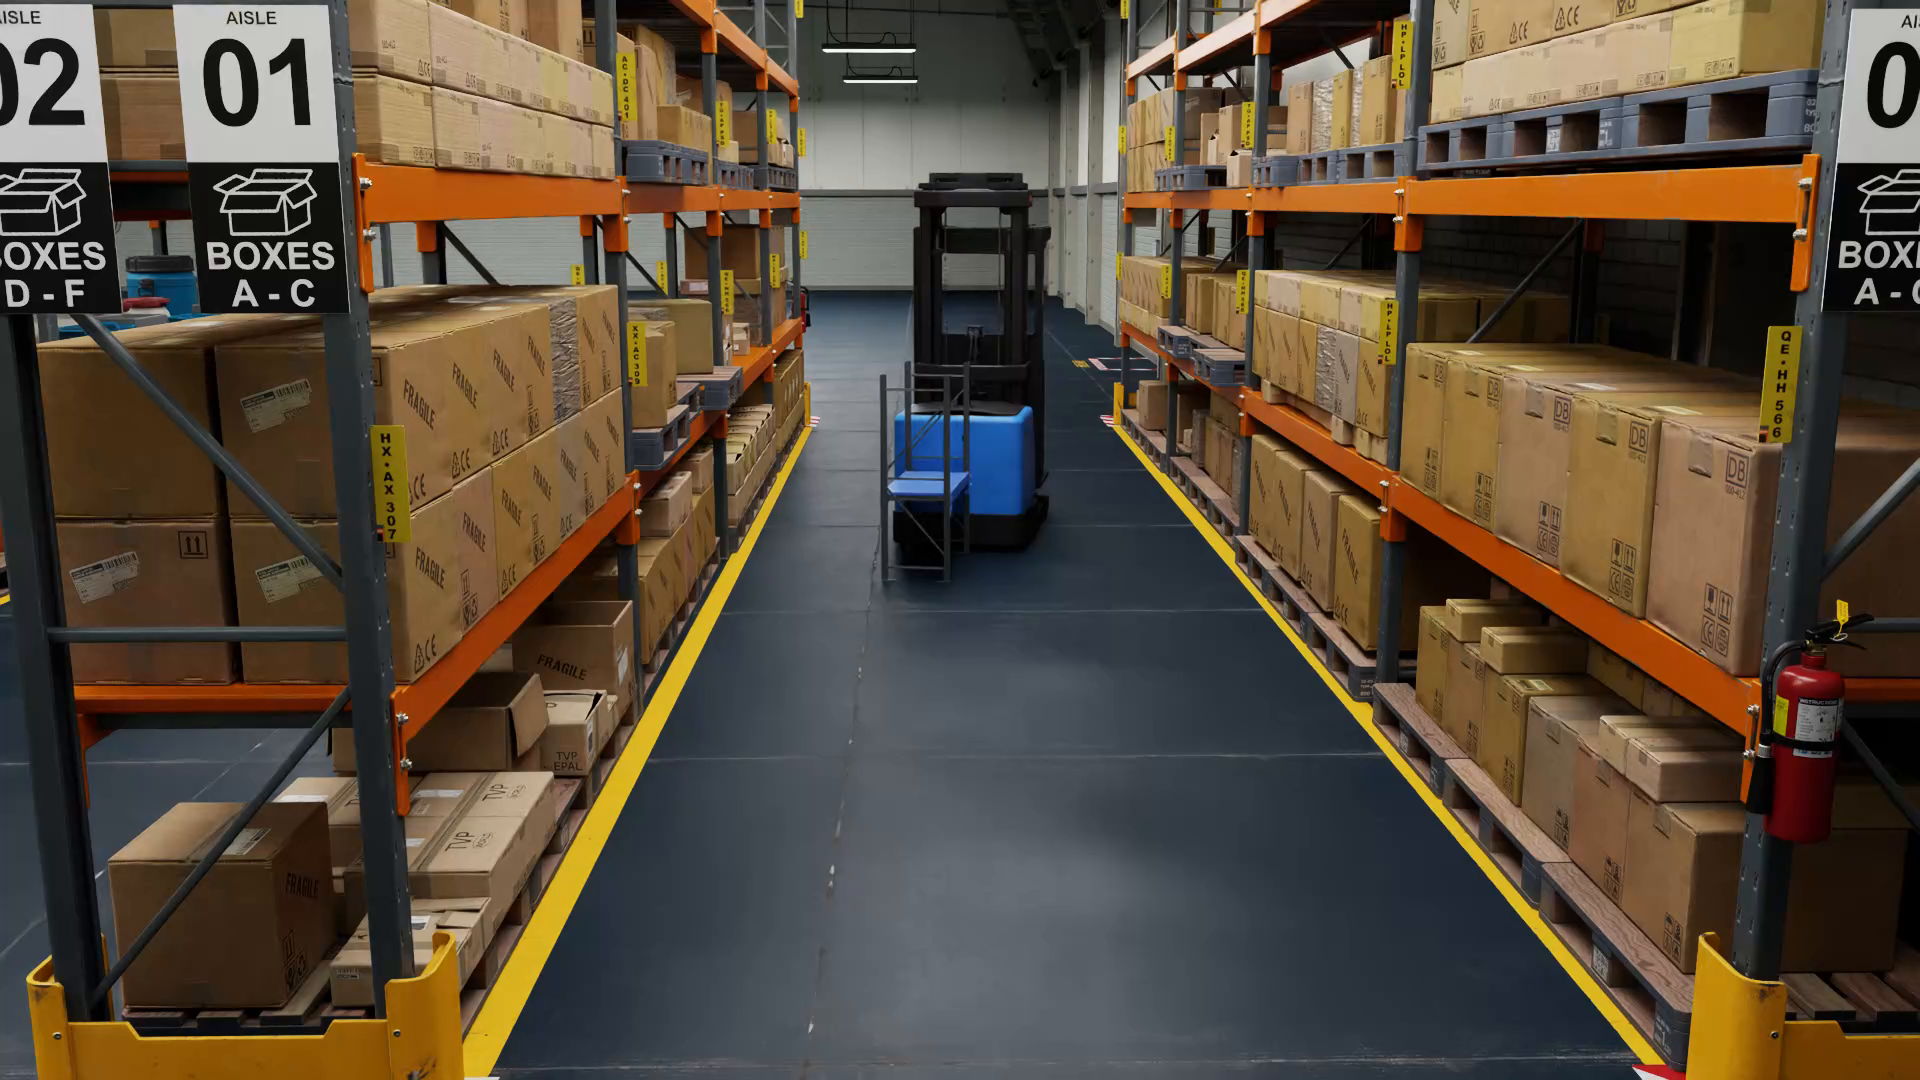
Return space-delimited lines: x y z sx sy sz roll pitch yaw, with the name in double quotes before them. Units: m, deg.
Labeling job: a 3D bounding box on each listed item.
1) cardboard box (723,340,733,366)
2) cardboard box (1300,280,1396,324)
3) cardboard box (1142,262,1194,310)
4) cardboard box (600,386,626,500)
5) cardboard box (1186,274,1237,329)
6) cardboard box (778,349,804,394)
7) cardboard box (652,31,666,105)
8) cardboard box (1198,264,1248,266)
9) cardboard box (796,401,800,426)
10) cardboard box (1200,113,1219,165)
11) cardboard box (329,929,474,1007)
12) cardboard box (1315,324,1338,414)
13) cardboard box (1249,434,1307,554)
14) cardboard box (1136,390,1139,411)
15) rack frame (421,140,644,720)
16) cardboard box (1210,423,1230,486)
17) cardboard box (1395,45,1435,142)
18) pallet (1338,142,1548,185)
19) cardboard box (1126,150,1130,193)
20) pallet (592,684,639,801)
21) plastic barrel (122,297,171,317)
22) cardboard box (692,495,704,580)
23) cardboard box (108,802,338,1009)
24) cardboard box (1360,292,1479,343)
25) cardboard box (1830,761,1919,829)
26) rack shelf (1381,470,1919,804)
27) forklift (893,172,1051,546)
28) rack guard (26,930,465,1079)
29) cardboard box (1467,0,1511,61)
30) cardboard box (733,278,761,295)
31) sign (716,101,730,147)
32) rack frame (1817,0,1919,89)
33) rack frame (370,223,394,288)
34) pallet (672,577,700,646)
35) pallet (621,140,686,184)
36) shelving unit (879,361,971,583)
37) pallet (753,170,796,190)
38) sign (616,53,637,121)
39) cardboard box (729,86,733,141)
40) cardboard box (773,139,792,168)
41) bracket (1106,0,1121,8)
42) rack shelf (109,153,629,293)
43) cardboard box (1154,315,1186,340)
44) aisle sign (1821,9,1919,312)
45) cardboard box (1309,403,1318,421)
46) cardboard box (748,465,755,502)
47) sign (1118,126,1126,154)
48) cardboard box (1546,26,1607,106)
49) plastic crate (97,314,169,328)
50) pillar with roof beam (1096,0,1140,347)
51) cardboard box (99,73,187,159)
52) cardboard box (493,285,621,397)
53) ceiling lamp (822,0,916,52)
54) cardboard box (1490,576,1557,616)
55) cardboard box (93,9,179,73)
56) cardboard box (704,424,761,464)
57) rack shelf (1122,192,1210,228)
"cardboard box" -2.109 -1.453 13.399 0.500 0.311 0.500 0 11 -2
"cardboard box" 2.463 -1.512 10.531 0.500 0.250 0.500 0 11 -2
"cardboard box" 2.251 -2.730 17.911 0.500 0.500 0.500 -1 11 -3
"cardboard box" -1.934 -0.473 8.096 0.500 0.500 0.500 0 11 0
"cardboard box" 2.562 -2.297 15.980 0.700 0.500 0.500 0 11 -1
"cardboard box" -2.141 -2.028 19.986 0.500 0.500 0.500 0 11 -1
"cardboard box" -2.271 -3.139 11.175 0.500 0.500 0.500 0 11 -1
"cardboard box" 2.778 -2.635 17.443 0.500 0.500 0.500 0 11 -1
"cardboard box" -2.108 -1.462 19.081 0.500 0.250 0.500 0 11 -1
"cardboard box" 2.517 -3.750 15.646 0.500 0.500 0.500 1 12 7
"cardboard box" -1.784 1.370 5.328 0.380 0.149 0.250 0 11 -1
"cardboard box" 2.467 -1.040 10.092 0.500 0.500 0.500 0 11 -1
"cardboard box" 2.553 -0.344 12.062 0.750 0.750 0.750 0 11 -2
"cardboard box" 2.428 -1.689 19.996 0.500 0.311 0.500 -2 12 -8
"rack frame" -2.201 -0.522 8.590 1.000 3.000 0.127 0 11 -1
"cardboard box" 2.649 -0.774 15.011 0.700 0.500 0.500 0 11 -1
"cardboard box" 2.843 -2.454 9.207 0.700 0.500 0.500 -1 12 -4
"pallet" 2.683 -2.102 9.312 0.805 0.209 1.217 -1 11 -3
"cardboard box" 2.260 -4.390 19.809 0.500 0.500 0.500 0 11 0
"pallet" -2.188 0.981 8.195 1.003 0.211 1.213 0 11 -1
"plastic barrel" -7.518 -1.969 15.377 0.433 0.535 0.433 0 11 0
"cardboard box" -2.020 -0.020 11.296 0.500 0.500 0.500 -1 11 -3
"cardboard box" -2.376 1.175 5.403 0.500 0.500 0.500 0 11 -1
"cardboard box" 2.486 -1.207 9.031 0.500 0.250 0.500 0 11 0
"cardboard box" 2.922 0.838 5.483 0.380 0.149 0.250 0 11 -1
"rack shelf" 2.793 0.207 6.806 1.077 0.370 4.000 0 11 -1
"forklift" 0.190 -1.634 14.241 1.130 2.935 3.031 2 12 8
"rack guard" -2.120 1.483 4.994 1.175 0.500 0.348 0 11 -1
"cardboard box" 2.502 -2.317 7.077 0.500 0.500 0.500 0 11 -2
"cardboard box" -2.179 -2.534 16.622 0.380 0.149 0.250 0 11 -1
"sign" -1.741 -3.043 12.169 0.100 0.325 0.005 0 11 -1
"rack frame" 2.834 -2.689 4.178 1.000 3.000 0.127 0 11 -1
"rack frame" -7.402 -2.888 20.251 1.000 3.000 0.127 0 11 -1
"pallet" -2.284 0.440 10.862 1.003 0.211 1.213 0 11 -1
"pallet" -2.145 -2.030 8.951 1.213 0.211 1.003 0 11 -1
"shelving unit" -0.248 -0.532 12.411 0.538 1.500 1.048 2 12 8
"pallet" -2.461 -4.194 19.365 1.003 0.211 1.213 0 11 -1
"sign" -1.659 -2.250 8.259 0.100 0.325 0.005 0 11 -1
"cardboard box" -2.393 -3.960 15.424 0.500 0.500 0.500 0 11 0
"cardboard box" -2.150 -4.270 18.335 0.500 0.311 0.500 1 12 6
"bracket" 2.788 -9.799 30.173 0.235 0.232 0.430 0 11 -1
"rack shelf" -2.160 -1.242 6.404 1.077 0.370 4.000 0 11 -1
"cardboard box" 2.273 -2.163 17.004 0.500 0.250 0.500 0 11 -1
"aisle sign" 2.535 -1.007 4.440 0.394 0.787 0.004 0 11 -1
"cardboard box" 2.486 -0.854 10.806 0.380 0.149 0.250 0 11 -1
"cardboard box" -2.029 -0.484 14.262 0.500 0.250 0.500 -1 11 -3
"sign" 1.961 -4.825 20.056 0.100 0.325 0.005 0 11 -1
"cardboard box" 2.526 -1.751 6.172 0.500 0.250 0.500 -1 11 -3
"plastic crate" -6.964 -1.652 13.996 0.402 0.464 0.583 0 11 -1
"pillar with roof beam" -1.169 -8.101 30.858 9.100 9.000 0.548 0 11 -1
"cardboard box" -2.393 -1.225 4.886 0.500 0.250 0.500 0 11 -1
"cardboard box" -1.932 -0.962 7.991 0.500 0.500 0.500 0 11 -1
"ceiling lamp" -1.929 -11.958 35.189 2.000 3.185 0.800 0 11 -1
"cardboard box" 2.860 0.277 8.248 0.380 0.149 0.250 0 11 -1
"cardboard box" -2.384 -1.470 4.836 0.500 0.250 0.500 0 11 -1
"cardboard box" -2.040 -0.864 14.723 0.500 0.311 0.500 0 11 -2
"rack shelf" 2.545 -3.649 18.266 1.077 0.370 4.000 0 11 -1
